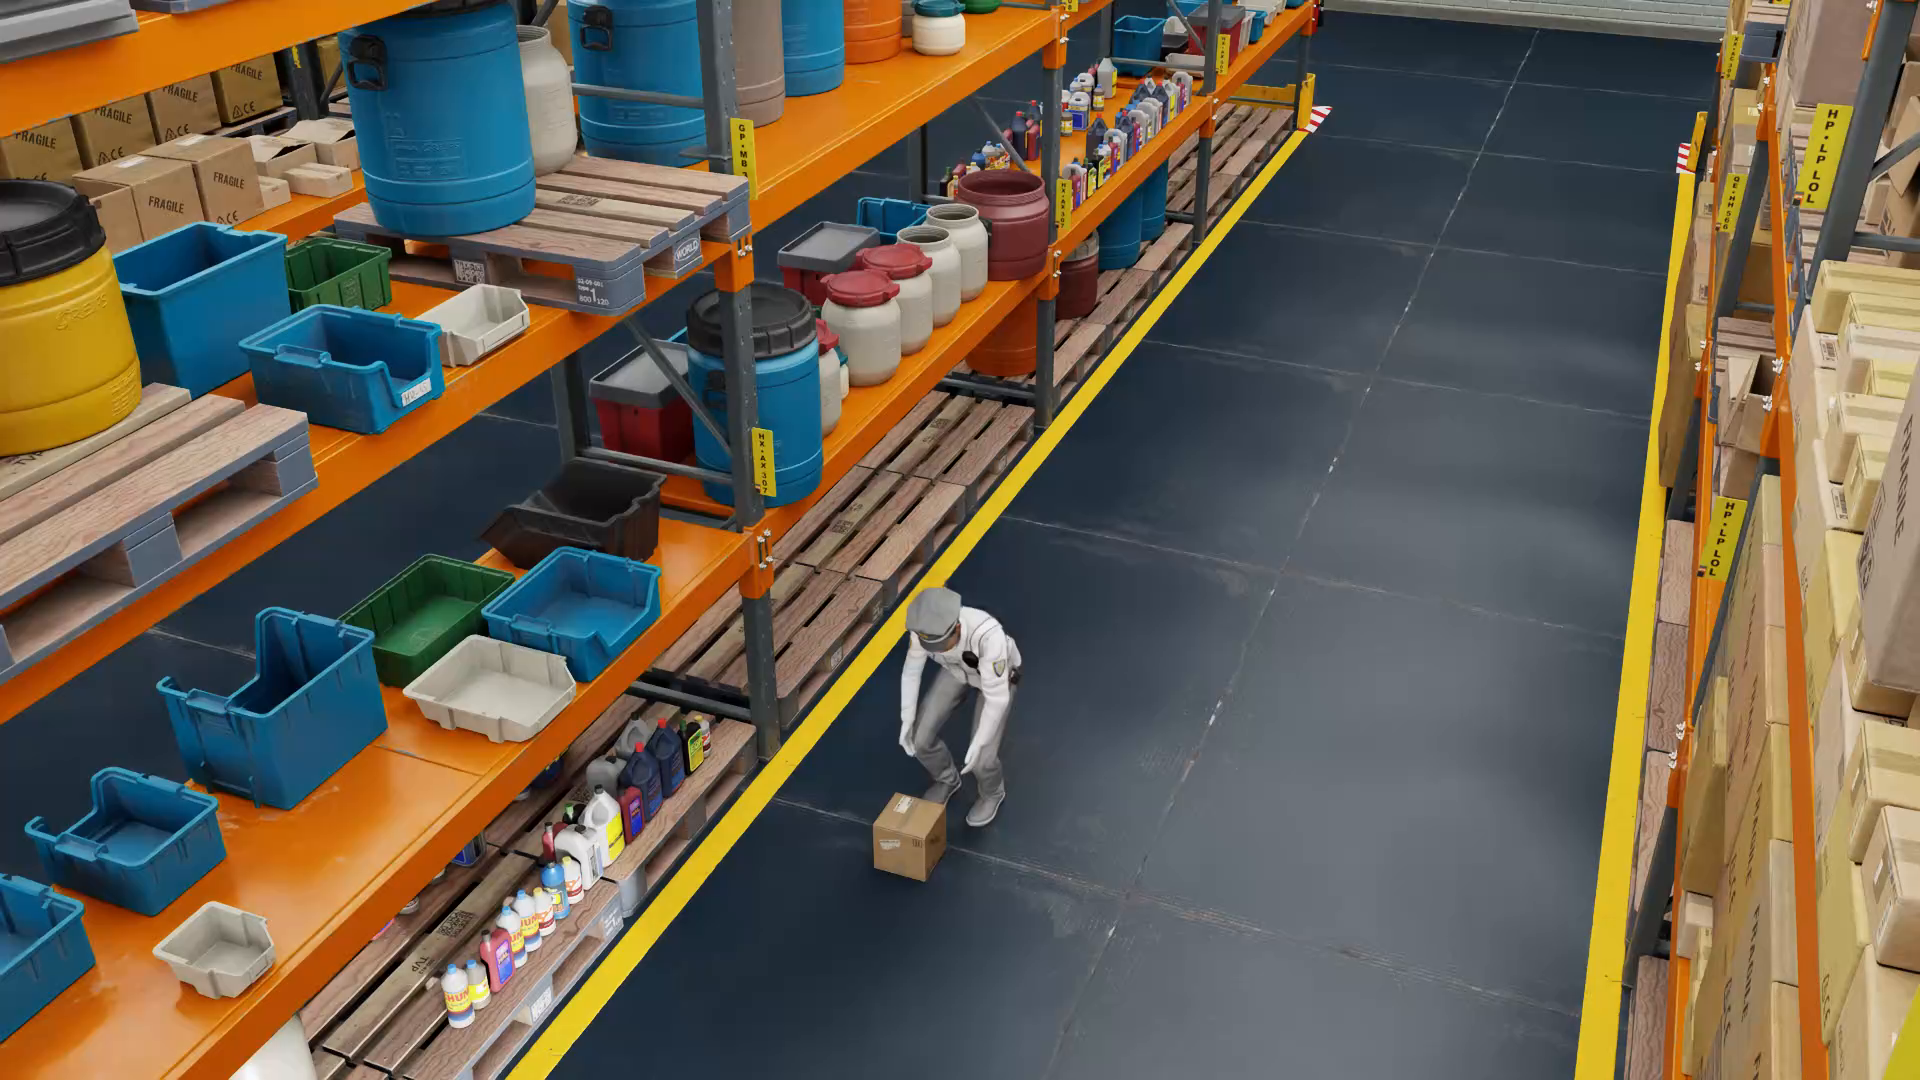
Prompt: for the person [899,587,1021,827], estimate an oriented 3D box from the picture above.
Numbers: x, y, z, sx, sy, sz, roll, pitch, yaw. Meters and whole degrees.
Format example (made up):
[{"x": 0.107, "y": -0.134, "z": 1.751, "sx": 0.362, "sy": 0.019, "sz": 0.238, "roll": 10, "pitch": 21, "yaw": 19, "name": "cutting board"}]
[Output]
[{"x": 0.016, "y": 0.714, "z": 7.498, "sx": 0.534, "sy": 1.320, "sz": 0.739, "roll": 17, "pitch": 34, "yaw": 27, "name": "person"}]
